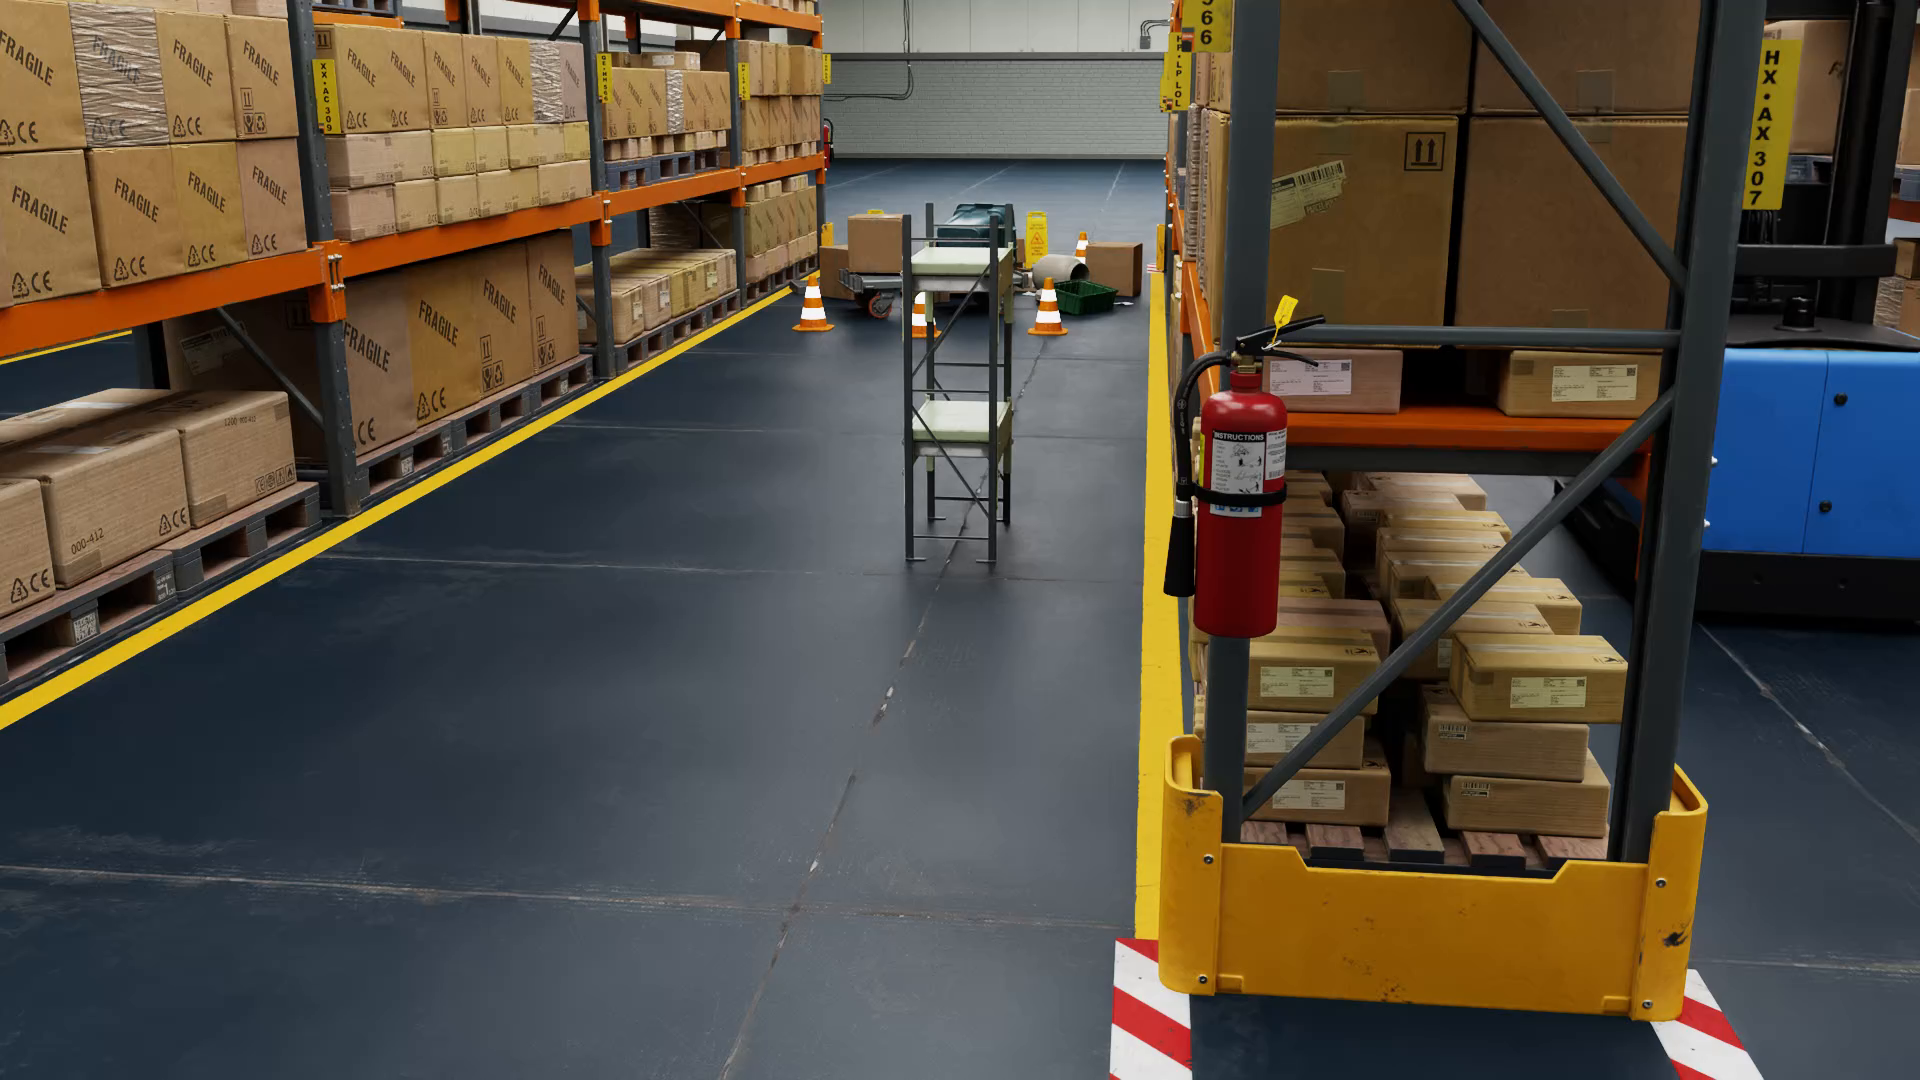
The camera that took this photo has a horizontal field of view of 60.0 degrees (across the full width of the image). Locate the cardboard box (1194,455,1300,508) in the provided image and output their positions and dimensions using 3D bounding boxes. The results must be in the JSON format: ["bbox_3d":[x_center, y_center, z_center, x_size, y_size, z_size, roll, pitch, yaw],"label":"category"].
[{"bbox_3d":[1.070,-0.216,6.231,0.380,0.149,0.250,2,15,7],"label":"cardboard box"}]

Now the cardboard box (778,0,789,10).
[{"bbox_3d":[-1.966,-5.512,17.035,0.380,0.149,0.250,2,15,6],"label":"cardboard box"}]

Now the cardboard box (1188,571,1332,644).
[{"bbox_3d":[0.846,0.191,4.728,0.380,0.149,0.250,1,15,5],"label":"cardboard box"}]

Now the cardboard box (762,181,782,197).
[{"bbox_3d":[-2.034,-3.578,16.931,0.380,0.149,0.250,3,15,9],"label":"cardboard box"}]

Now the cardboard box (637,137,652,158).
[{"bbox_3d":[-2.562,-2.984,12.627,0.380,0.149,0.250,2,15,7],"label":"cardboard box"}]

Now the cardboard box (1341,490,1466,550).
[{"bbox_3d":[1.509,-0.066,5.677,0.380,0.149,0.250,2,15,6],"label":"cardboard box"}]

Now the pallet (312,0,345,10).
[{"bbox_3d":[-7.248,-5.736,17.553,1.003,0.211,1.213,2,15,6],"label":"pallet"}]

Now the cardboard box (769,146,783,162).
[{"bbox_3d":[-2.018,-3.931,16.934,0.380,0.149,0.250,2,15,7],"label":"cardboard box"}]

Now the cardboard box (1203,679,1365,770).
[{"bbox_3d":[0.826,0.468,4.272,0.380,0.149,0.250,1,15,5],"label":"cardboard box"}]

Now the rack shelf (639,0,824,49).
[{"bbox_3d":[-2.300,-5.268,17.029,1.077,0.370,4.000,2,15,6],"label":"rack shelf"}]

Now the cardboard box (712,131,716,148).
[{"bbox_3d":[-2.357,-3.520,14.611,0.380,0.149,0.250,1,15,5],"label":"cardboard box"}]

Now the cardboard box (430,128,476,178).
[{"bbox_3d":[-2.984,-2.114,9.065,0.500,0.250,0.500,2,15,7],"label":"cardboard box"}]

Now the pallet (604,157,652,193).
[{"bbox_3d":[-3.003,-2.706,12.292,1.213,0.211,1.003,2,15,6],"label":"pallet"}]

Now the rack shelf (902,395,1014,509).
[{"bbox_3d":[0.001,-0.411,7.558,0.431,0.370,0.720,2,15,6],"label":"rack shelf"}]

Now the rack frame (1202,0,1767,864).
[{"bbox_3d":[1.050,-0.416,3.456,1.000,3.000,0.127,2,15,6],"label":"rack frame"}]

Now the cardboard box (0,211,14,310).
[{"bbox_3d":[-3.436,-0.964,5.288,0.500,0.500,0.500,2,15,6],"label":"cardboard box"}]

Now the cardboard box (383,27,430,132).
[{"bbox_3d":[-3.063,-2.343,8.473,0.500,0.500,0.500,2,15,6],"label":"cardboard box"}]

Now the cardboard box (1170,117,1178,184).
[{"bbox_3d":[1.851,-2.923,12.535,0.500,0.500,0.500,1,15,5],"label":"cardboard box"}]

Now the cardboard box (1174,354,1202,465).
[{"bbox_3d":[1.334,-0.649,8.301,0.500,0.500,0.500,1,15,5],"label":"cardboard box"}]

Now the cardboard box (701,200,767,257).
[{"bbox_3d":[-2.191,-3.031,16.151,0.500,0.500,0.500,2,15,9],"label":"cardboard box"}]

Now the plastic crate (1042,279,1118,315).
[{"bbox_3d":[1.122,-2.283,15.635,0.450,0.188,0.662,22,25,31],"label":"plastic crate"}]

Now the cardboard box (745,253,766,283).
[{"bbox_3d":[-2.191,-2.669,16.249,0.500,0.250,0.500,1,15,4],"label":"cardboard box"}]

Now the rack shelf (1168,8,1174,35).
[{"bbox_3d":[2.630,-5.148,16.586,1.077,0.370,4.000,2,15,6],"label":"rack shelf"}]

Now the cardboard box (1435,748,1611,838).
[{"bbox_3d":[1.427,0.631,4.241,0.380,0.149,0.250,2,15,7],"label":"cardboard box"}]

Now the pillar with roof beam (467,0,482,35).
[{"bbox_3d":[-3.026,-9.002,23.715,9.100,9.000,0.400,2,15,6],"label":"pillar with roof beam"}]

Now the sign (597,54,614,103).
[{"bbox_3d":[-2.425,-3.154,11.363,0.100,0.325,0.005,2,15,6],"label":"sign"}]

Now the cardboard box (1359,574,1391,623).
[{"bbox_3d":[1.463,0.215,5.209,0.380,0.149,0.250,1,15,4],"label":"cardboard box"}]

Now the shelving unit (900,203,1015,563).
[{"bbox_3d":[0.001,-0.726,7.473,0.431,1.500,0.755,2,15,6],"label":"shelving unit"}]

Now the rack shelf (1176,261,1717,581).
[{"bbox_3d":[1.276,-0.588,5.468,1.077,0.370,4.000,2,15,6],"label":"rack shelf"}]

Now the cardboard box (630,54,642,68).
[{"bbox_3d":[-2.930,-4.245,14.804,0.380,0.149,0.250,2,15,6],"label":"cardboard box"}]

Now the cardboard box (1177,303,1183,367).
[{"bbox_3d":[1.334,-1.013,8.208,0.500,0.250,0.500,1,15,5],"label":"cardboard box"}]

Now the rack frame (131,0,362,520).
[{"bbox_3d":[-3.429,-1.574,7.735,1.000,3.000,0.127,2,15,6],"label":"rack frame"}]

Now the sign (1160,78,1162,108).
[{"bbox_3d":[2.305,-5.040,18.745,0.100,0.325,0.005,2,15,6],"label":"sign"}]

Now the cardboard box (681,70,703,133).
[{"bbox_3d":[-2.469,-3.654,13.863,0.500,0.500,0.500,2,15,8],"label":"cardboard box"}]

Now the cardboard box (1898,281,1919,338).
[{"bbox_3d":[6.925,-1.499,11.406,0.700,0.500,0.500,1,15,3],"label":"cardboard box"}]

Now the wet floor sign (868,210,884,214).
[{"bbox_3d":[-0.990,-3.567,19.618,0.267,0.644,0.232,7,17,25],"label":"wet floor sign"}]

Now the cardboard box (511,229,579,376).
[{"bbox_3d":[-3.138,-1.611,11.140,0.875,0.875,0.875,2,15,6],"label":"cardboard box"}]

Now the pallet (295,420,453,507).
[{"bbox_3d":[-3.416,-0.430,8.847,1.003,0.211,1.213,2,15,6],"label":"pallet"}]

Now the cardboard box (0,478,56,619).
[{"bbox_3d":[-3.810,0.086,5.700,0.875,0.438,0.875,2,15,8],"label":"cardboard box"}]

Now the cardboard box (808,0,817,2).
[{"bbox_3d":[-1.864,-6.064,18.314,0.500,0.250,0.500,2,15,6],"label":"cardboard box"}]

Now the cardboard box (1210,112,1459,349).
[{"bbox_3d":[0.845,-0.732,3.863,0.500,0.500,0.500,2,15,7],"label":"cardboard box"}]

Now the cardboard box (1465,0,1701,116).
[{"bbox_3d":[1.364,-1.200,3.675,0.500,0.500,0.500,2,15,6],"label":"cardboard box"}]

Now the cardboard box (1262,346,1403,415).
[{"bbox_3d":[0.806,-0.388,3.832,0.380,0.149,0.250,2,15,6],"label":"cardboard box"}]

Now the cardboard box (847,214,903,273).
[{"bbox_3d":[-0.754,-2.763,15.470,0.500,0.500,0.500,2,15,6],"label":"cardboard box"}]

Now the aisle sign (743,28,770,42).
[{"bbox_3d":[-2.376,-5.966,18.999,0.394,0.787,0.004,2,15,6],"label":"aisle sign"}]

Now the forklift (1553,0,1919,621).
[{"bbox_3d":[3.420,-1.449,7.405,1.130,2.935,3.031,2,15,9],"label":"forklift"}]

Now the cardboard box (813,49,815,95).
[{"bbox_3d":[-1.980,-5.090,18.064,0.700,0.500,0.500,2,15,7],"label":"cardboard box"}]

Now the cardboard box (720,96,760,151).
[{"bbox_3d":[-2.199,-3.946,15.748,0.500,0.500,0.500,2,15,6],"label":"cardboard box"}]

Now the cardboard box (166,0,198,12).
[{"bbox_3d":[-3.323,-2.199,6.697,0.380,0.149,0.250,2,15,6],"label":"cardboard box"}]

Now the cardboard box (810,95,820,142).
[{"bbox_3d":[-1.862,-4.729,18.642,0.500,0.500,0.500,1,15,5],"label":"cardboard box"}]

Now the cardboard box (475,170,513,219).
[{"bbox_3d":[-2.920,-2.004,9.612,0.500,0.250,0.500,1,15,5],"label":"cardboard box"}]

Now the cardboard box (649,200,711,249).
[{"bbox_3d":[-2.726,-3.047,16.211,0.500,0.500,0.500,1,15,5],"label":"cardboard box"}]

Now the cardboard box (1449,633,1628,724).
[{"bbox_3d":[1.447,0.344,4.161,0.380,0.149,0.250,1,15,4],"label":"cardboard box"}]

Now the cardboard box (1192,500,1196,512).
[{"bbox_3d":[1.134,-0.060,6.796,0.380,0.149,0.250,2,15,6],"label":"cardboard box"}]

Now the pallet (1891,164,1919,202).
[{"bbox_3d":[6.844,-2.414,11.212,1.213,0.211,1.003,2,15,6],"label":"pallet"}]

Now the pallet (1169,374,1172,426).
[{"bbox_3d":[1.863,-0.943,10.744,1.003,0.211,1.213,2,15,6],"label":"pallet"}]

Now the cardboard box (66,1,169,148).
[{"bbox_3d":[-3.321,-1.710,6.133,0.500,0.500,0.500,2,15,7],"label":"cardboard box"}]
